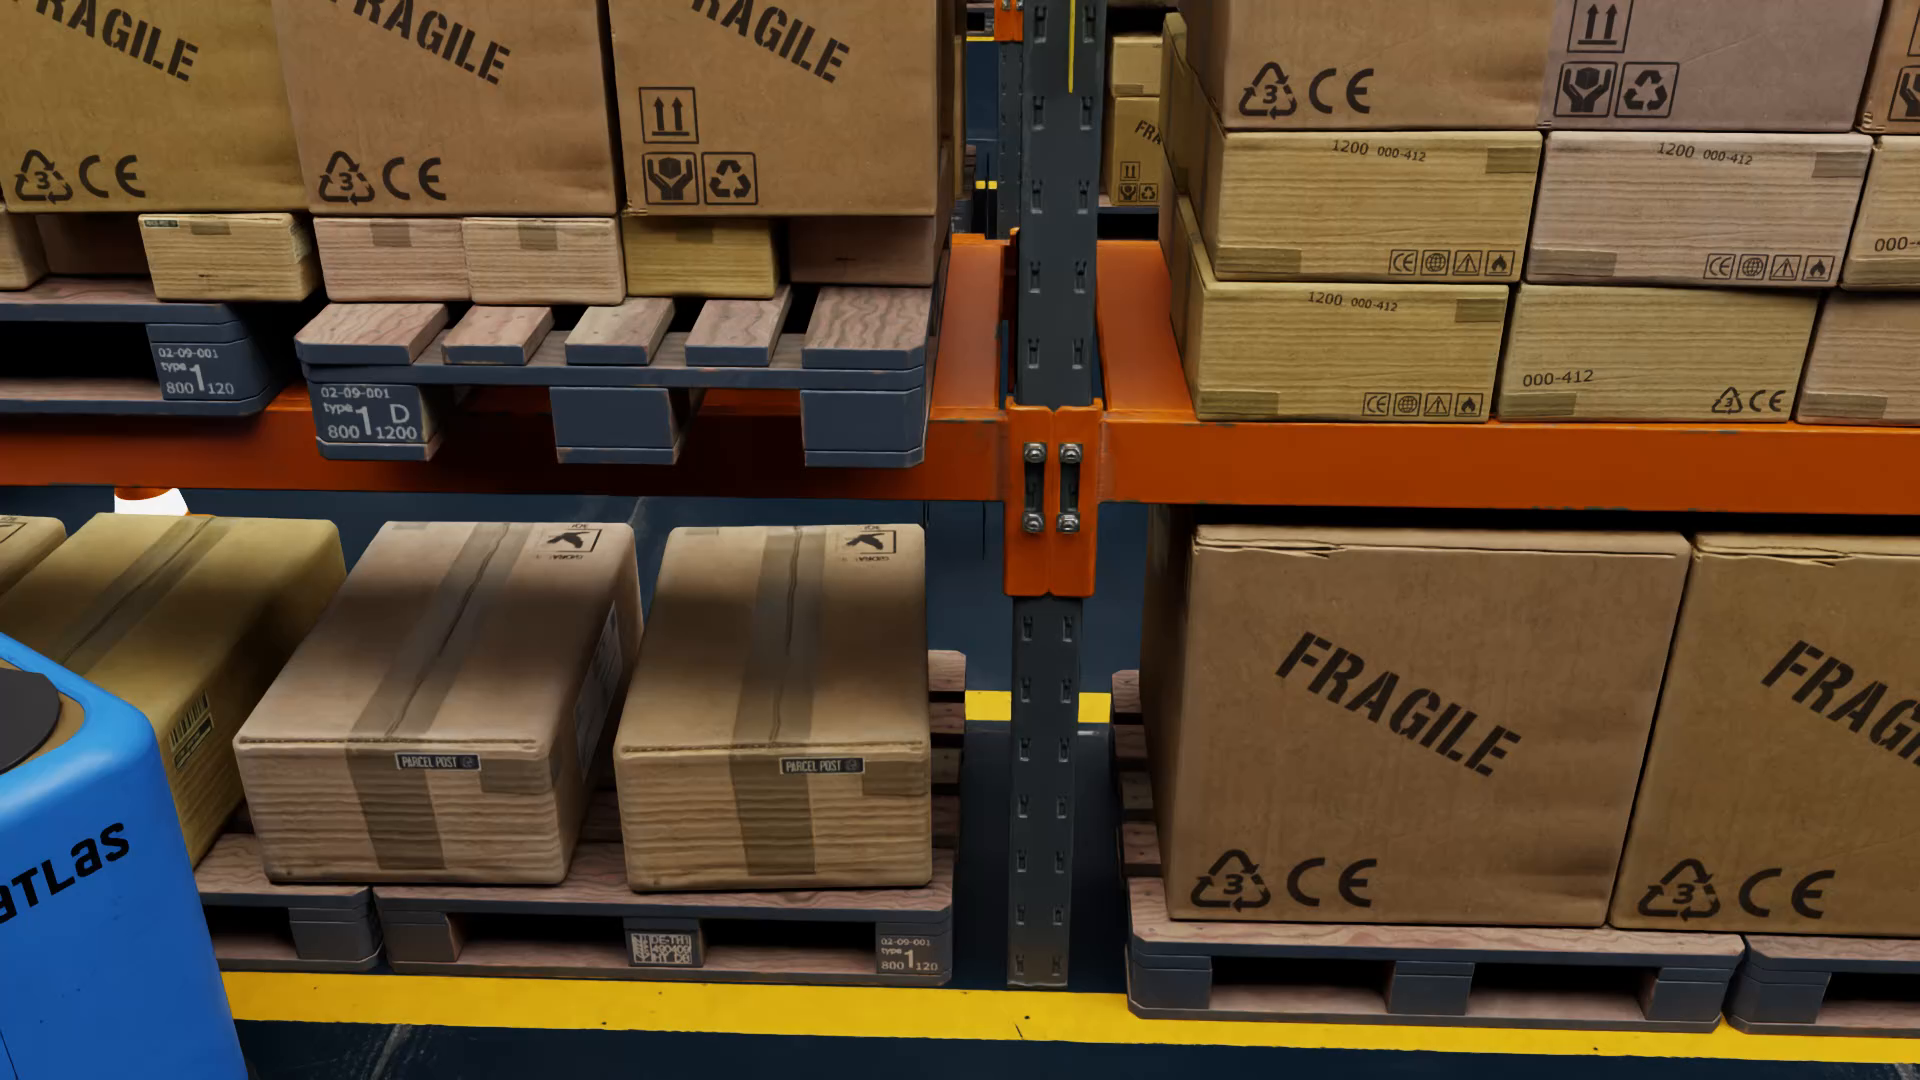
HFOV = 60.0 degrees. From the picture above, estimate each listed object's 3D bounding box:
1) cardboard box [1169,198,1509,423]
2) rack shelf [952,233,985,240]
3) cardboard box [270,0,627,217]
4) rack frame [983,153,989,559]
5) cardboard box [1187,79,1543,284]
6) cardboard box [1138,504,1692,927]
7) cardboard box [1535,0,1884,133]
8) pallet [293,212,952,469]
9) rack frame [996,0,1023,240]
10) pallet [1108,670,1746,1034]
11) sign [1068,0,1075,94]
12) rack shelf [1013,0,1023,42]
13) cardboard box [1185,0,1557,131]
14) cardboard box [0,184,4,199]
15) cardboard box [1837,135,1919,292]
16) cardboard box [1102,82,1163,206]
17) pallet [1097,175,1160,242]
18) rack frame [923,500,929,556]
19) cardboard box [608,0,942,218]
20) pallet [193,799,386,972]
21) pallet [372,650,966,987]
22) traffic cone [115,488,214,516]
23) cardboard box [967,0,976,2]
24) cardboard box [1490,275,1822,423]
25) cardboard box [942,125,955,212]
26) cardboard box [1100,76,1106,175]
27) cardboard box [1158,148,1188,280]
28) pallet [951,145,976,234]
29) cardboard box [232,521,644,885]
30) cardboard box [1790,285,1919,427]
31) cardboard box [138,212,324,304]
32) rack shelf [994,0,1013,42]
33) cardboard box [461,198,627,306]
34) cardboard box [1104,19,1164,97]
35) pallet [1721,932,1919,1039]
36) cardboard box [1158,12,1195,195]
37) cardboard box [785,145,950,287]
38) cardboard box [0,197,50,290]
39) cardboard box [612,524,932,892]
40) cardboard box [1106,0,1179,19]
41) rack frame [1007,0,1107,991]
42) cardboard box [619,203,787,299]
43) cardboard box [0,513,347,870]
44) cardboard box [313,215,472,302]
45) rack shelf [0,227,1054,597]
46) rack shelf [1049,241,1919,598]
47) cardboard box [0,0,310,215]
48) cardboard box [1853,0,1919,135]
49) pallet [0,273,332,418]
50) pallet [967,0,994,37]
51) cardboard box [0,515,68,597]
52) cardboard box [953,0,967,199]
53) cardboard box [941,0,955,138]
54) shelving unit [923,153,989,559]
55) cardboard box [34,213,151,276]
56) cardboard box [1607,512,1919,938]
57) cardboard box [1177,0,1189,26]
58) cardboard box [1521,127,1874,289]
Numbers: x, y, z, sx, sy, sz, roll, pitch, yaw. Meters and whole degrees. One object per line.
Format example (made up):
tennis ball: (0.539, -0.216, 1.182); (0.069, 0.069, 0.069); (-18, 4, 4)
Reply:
cardboard box: (0.659, -0.426, 3.012); (0.500, 0.250, 0.500); (0, 28, 1)
rack shelf: (-0.014, -0.809, 4.822); (0.180, 0.103, 0.258); (1, 28, 2)
cardboard box: (-0.802, -0.860, 2.798); (0.500, 0.500, 0.500); (1, 28, 1)
rack frame: (0.077, -0.529, 4.967); (0.006, 1.200, 0.240); (1, 28, 2)
cardboard box: (0.677, -0.649, 2.898); (0.500, 0.250, 0.500); (1, 28, 1)
cardboard box: (0.866, 0.185, 3.518); (0.875, 0.875, 0.875); (1, 28, 1)
cardboard box: (1.159, -0.978, 2.718); (0.500, 0.500, 0.500); (1, 28, 2)
pallet: (-0.537, -0.496, 3.187); (1.003, 0.211, 1.213); (1, 28, 2)
rack frame: (0.253, -2.937, 7.588); (0.127, 3.000, 1.000); (1, 28, 2)
pallet: (0.964, 0.662, 3.776); (1.213, 0.211, 1.003); (1, 28, 2)
sign: (0.169, -0.841, 2.482); (0.005, 0.325, 0.100); (1, 28, 2)
rack shelf: (2.251, -2.586, 7.694); (4.000, 0.370, 1.077); (1, 28, 2)
cardboard box: (0.663, -0.982, 2.725); (0.500, 0.500, 0.500); (0, 28, 0)
cardboard box: (-1.852, -0.878, 2.830); (0.500, 0.500, 0.500); (0, 28, 0)
cardboard box: (1.691, -0.626, 2.854); (0.500, 0.250, 0.500); (1, 28, 2)
cardboard box: (0.951, -1.887, 7.828); (0.500, 0.500, 0.500); (0, 28, 0)
pallet: (1.034, -1.691, 8.215); (1.213, 0.211, 1.003); (1, 28, 2)
rack frame: (-0.106, -0.532, 4.972); (0.006, 1.200, 0.240); (1, 28, 2)
cardboard box: (-0.285, -0.857, 2.791); (0.500, 0.500, 0.500); (0, 28, 0)
pallet: (-1.818, 0.579, 3.933); (1.213, 0.211, 1.003); (1, 28, 2)
pallet: (-0.602, 0.600, 3.893); (1.213, 0.211, 1.003); (1, 28, 2)
traffic cone: (-2.530, -0.198, 5.130); (0.334, 0.463, 0.336); (1, 28, 2)
cardboard box: (-0.142, -4.349, 12.450); (0.500, 0.500, 0.700); (0, 28, -1)
cardboard box: (1.173, -0.426, 3.011); (0.500, 0.250, 0.500); (0, 28, 0)
cardboard box: (-0.139, -0.785, 3.349); (0.250, 0.149, 0.380); (-1, 28, -1)
cardboard box: (0.920, -2.130, 8.285); (0.500, 0.500, 0.500); (1, 28, 2)
cardboard box: (0.694, -0.665, 3.462); (0.500, 0.250, 0.500); (0, 28, 0)
pallet: (-0.533, -1.753, 8.332); (1.213, 0.211, 1.003); (1, 28, 2)
cardboard box: (-1.123, 0.335, 3.773); (0.625, 0.372, 0.950); (0, 28, 1)
cardboard box: (1.697, -0.415, 2.990); (0.500, 0.250, 0.500); (2, 28, 3)
cardboard box: (-1.208, -0.548, 2.901); (0.250, 0.149, 0.380); (1, 28, 3)
rack shelf: (-1.746, -2.652, 7.819); (4.000, 0.370, 1.077); (1, 28, 2)
cardboard box: (-0.681, -0.542, 2.890); (0.250, 0.149, 0.380); (1, 28, 1)
cardboard box: (0.933, -2.225, 7.664); (0.500, 0.250, 0.500); (0, 28, -1)
pallet: (2.180, 0.683, 3.735); (1.213, 0.211, 1.003); (1, 28, 2)
cardboard box: (0.672, -0.884, 3.341); (0.500, 0.250, 0.500); (1, 28, 2)
cardboard box: (-0.157, -0.588, 2.977); (0.250, 0.149, 0.380); (2, 28, 4)
cardboard box: (-1.708, -0.577, 2.955); (0.250, 0.149, 0.380); (0, 28, 0)
cardboard box: (-0.385, 0.343, 3.757); (0.625, 0.372, 0.950); (-1, 28, -2)
cardboard box: (0.945, -2.461, 8.109); (0.500, 0.250, 0.500); (0, 28, 1)
rack frame: (0.179, -0.618, 3.214); (0.127, 3.000, 1.000); (1, 28, 2)
cardboard box: (-0.427, -0.559, 2.921); (0.250, 0.149, 0.380); (1, 28, 3)
cardboard box: (-1.881, 0.319, 3.802); (0.625, 0.372, 0.950); (2, 28, 3)
cardboard box: (-0.932, -0.550, 2.904); (0.250, 0.149, 0.380); (0, 28, -1)
rack shelf: (-1.820, -0.334, 3.445); (4.000, 0.370, 1.077); (1, 28, 2)
rack shelf: (2.178, -0.267, 3.320); (4.000, 0.370, 1.077); (1, 28, 2)
cardboard box: (-1.307, -0.868, 2.812); (0.500, 0.500, 0.500); (-1, 28, -2)
cardboard box: (1.676, -0.962, 2.688); (0.500, 0.500, 0.500); (2, 28, 3)
pallet: (-1.801, -0.547, 3.284); (1.213, 0.211, 1.003); (1, 28, 2)
pallet: (-0.252, -4.039, 12.643); (1.213, 0.211, 1.003); (1, 28, 2)
cardboard box: (-2.576, 0.309, 3.822); (0.625, 0.372, 0.950); (3, 28, 5)
cardboard box: (-0.353, -2.181, 8.115); (0.750, 0.750, 1.050); (1, 28, 1)
cardboard box: (-0.263, -1.095, 3.241); (0.500, 0.500, 0.500); (0, 28, 0)
shelving unit: (-0.014, -0.530, 4.969); (0.189, 1.200, 0.258); (1, 28, 2)
cardboard box: (-1.454, -0.611, 3.020); (0.250, 0.149, 0.380); (1, 28, 2)
cardboard box: (1.758, 0.202, 3.487); (0.875, 0.875, 0.875); (1, 28, 2)
cardboard box: (0.705, -1.218, 3.171); (0.500, 0.500, 0.500); (0, 28, 0)
cardboard box: (1.193, -0.640, 2.881); (0.500, 0.250, 0.500); (2, 28, 3)
